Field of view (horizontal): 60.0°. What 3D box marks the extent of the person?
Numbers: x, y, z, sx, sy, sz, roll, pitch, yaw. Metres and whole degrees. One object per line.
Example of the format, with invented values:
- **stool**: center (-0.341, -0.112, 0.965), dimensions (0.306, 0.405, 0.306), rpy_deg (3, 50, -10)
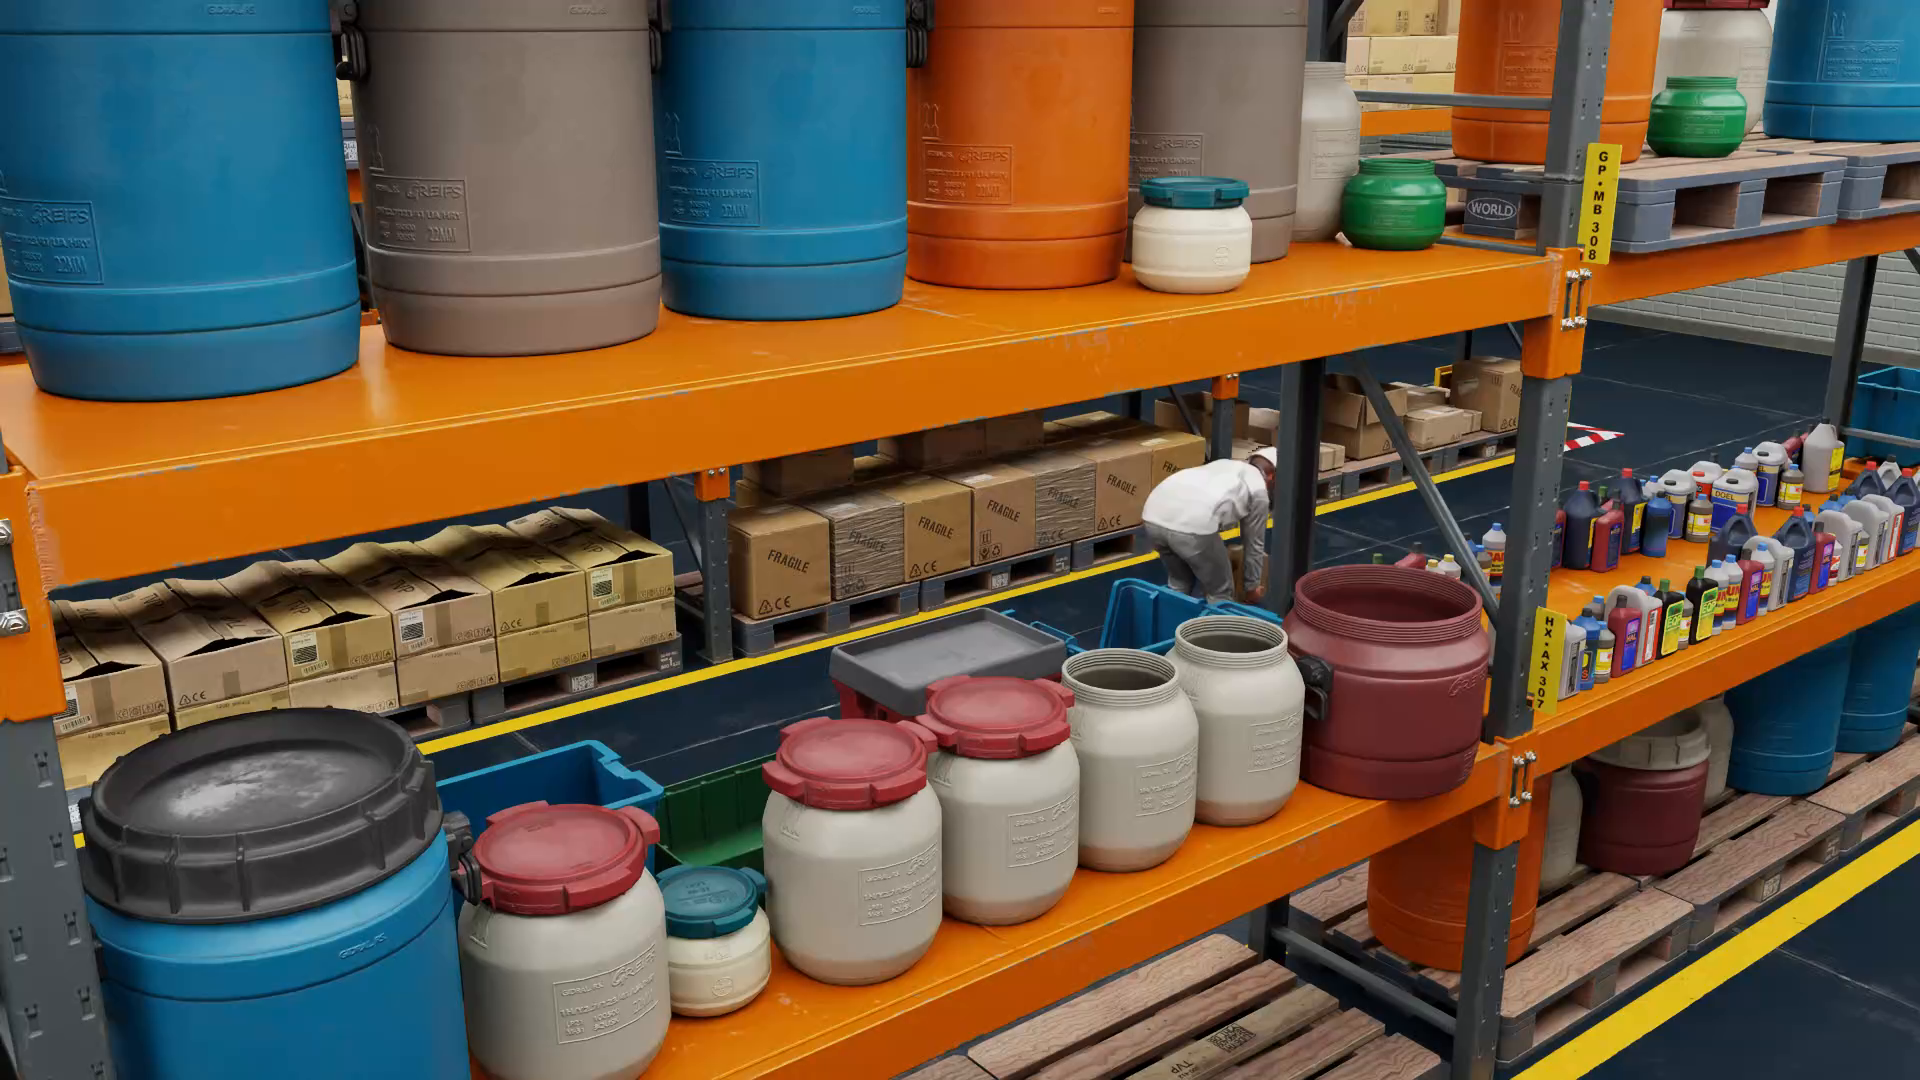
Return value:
- **person**: center (1.435, 0.113, 9.182), dimensions (1.003, 1.152, 0.465), rpy_deg (-14, 23, -38)
